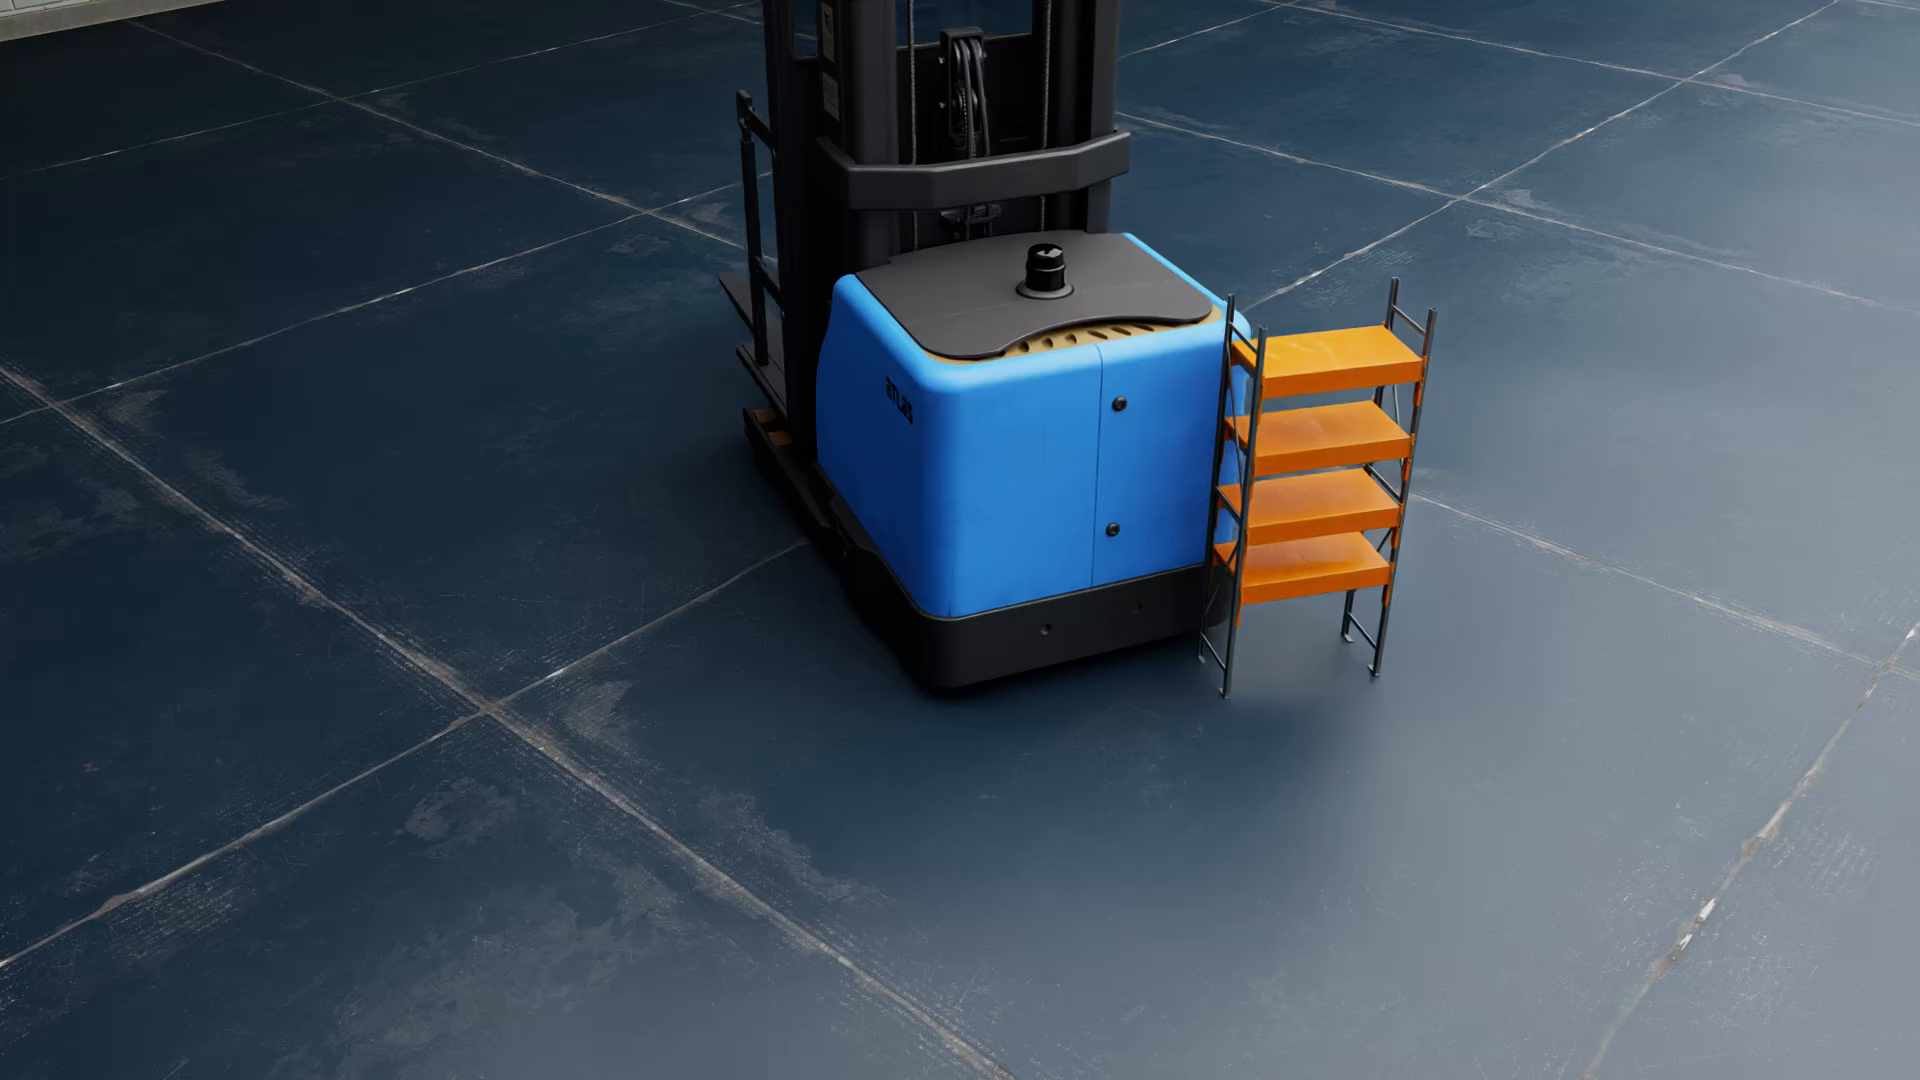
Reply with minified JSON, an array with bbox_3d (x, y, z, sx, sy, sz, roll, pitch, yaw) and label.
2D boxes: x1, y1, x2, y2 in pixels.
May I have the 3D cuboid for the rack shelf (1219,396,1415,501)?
[{"bbox_3d":[1.004,-0.262,4.719,0.480,0.148,0.258,-7,32,-12],"label":"rack shelf"}]

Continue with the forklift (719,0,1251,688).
[{"bbox_3d":[-0.171,-1.568,5.512,1.130,2.935,3.031,-12,33,-19],"label":"forklift"}]

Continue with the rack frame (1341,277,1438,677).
[{"bbox_3d":[1.240,-0.159,4.851,0.015,1.200,0.240,-7,32,-12],"label":"rack frame"}]

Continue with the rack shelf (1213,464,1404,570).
[{"bbox_3d":[1.004,-0.071,4.835,0.480,0.148,0.258,-7,32,-12],"label":"rack shelf"}]

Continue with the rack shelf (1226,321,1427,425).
[{"bbox_3d":[1.004,-0.465,4.597,0.480,0.148,0.258,-7,32,-12],"label":"rack shelf"}]

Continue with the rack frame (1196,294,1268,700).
[{"bbox_3d":[0.767,-0.098,4.749,0.015,1.200,0.240,-7,32,-12],"label":"rack frame"}]

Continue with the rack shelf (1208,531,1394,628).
[{"bbox_3d":[1.004,0.099,4.937,0.480,0.148,0.258,-7,32,-12],"label":"rack shelf"}]

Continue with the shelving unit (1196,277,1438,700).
[{"bbox_3d":[1.004,-0.128,4.800,0.503,1.200,0.258,-7,32,-12],"label":"shelving unit"}]
